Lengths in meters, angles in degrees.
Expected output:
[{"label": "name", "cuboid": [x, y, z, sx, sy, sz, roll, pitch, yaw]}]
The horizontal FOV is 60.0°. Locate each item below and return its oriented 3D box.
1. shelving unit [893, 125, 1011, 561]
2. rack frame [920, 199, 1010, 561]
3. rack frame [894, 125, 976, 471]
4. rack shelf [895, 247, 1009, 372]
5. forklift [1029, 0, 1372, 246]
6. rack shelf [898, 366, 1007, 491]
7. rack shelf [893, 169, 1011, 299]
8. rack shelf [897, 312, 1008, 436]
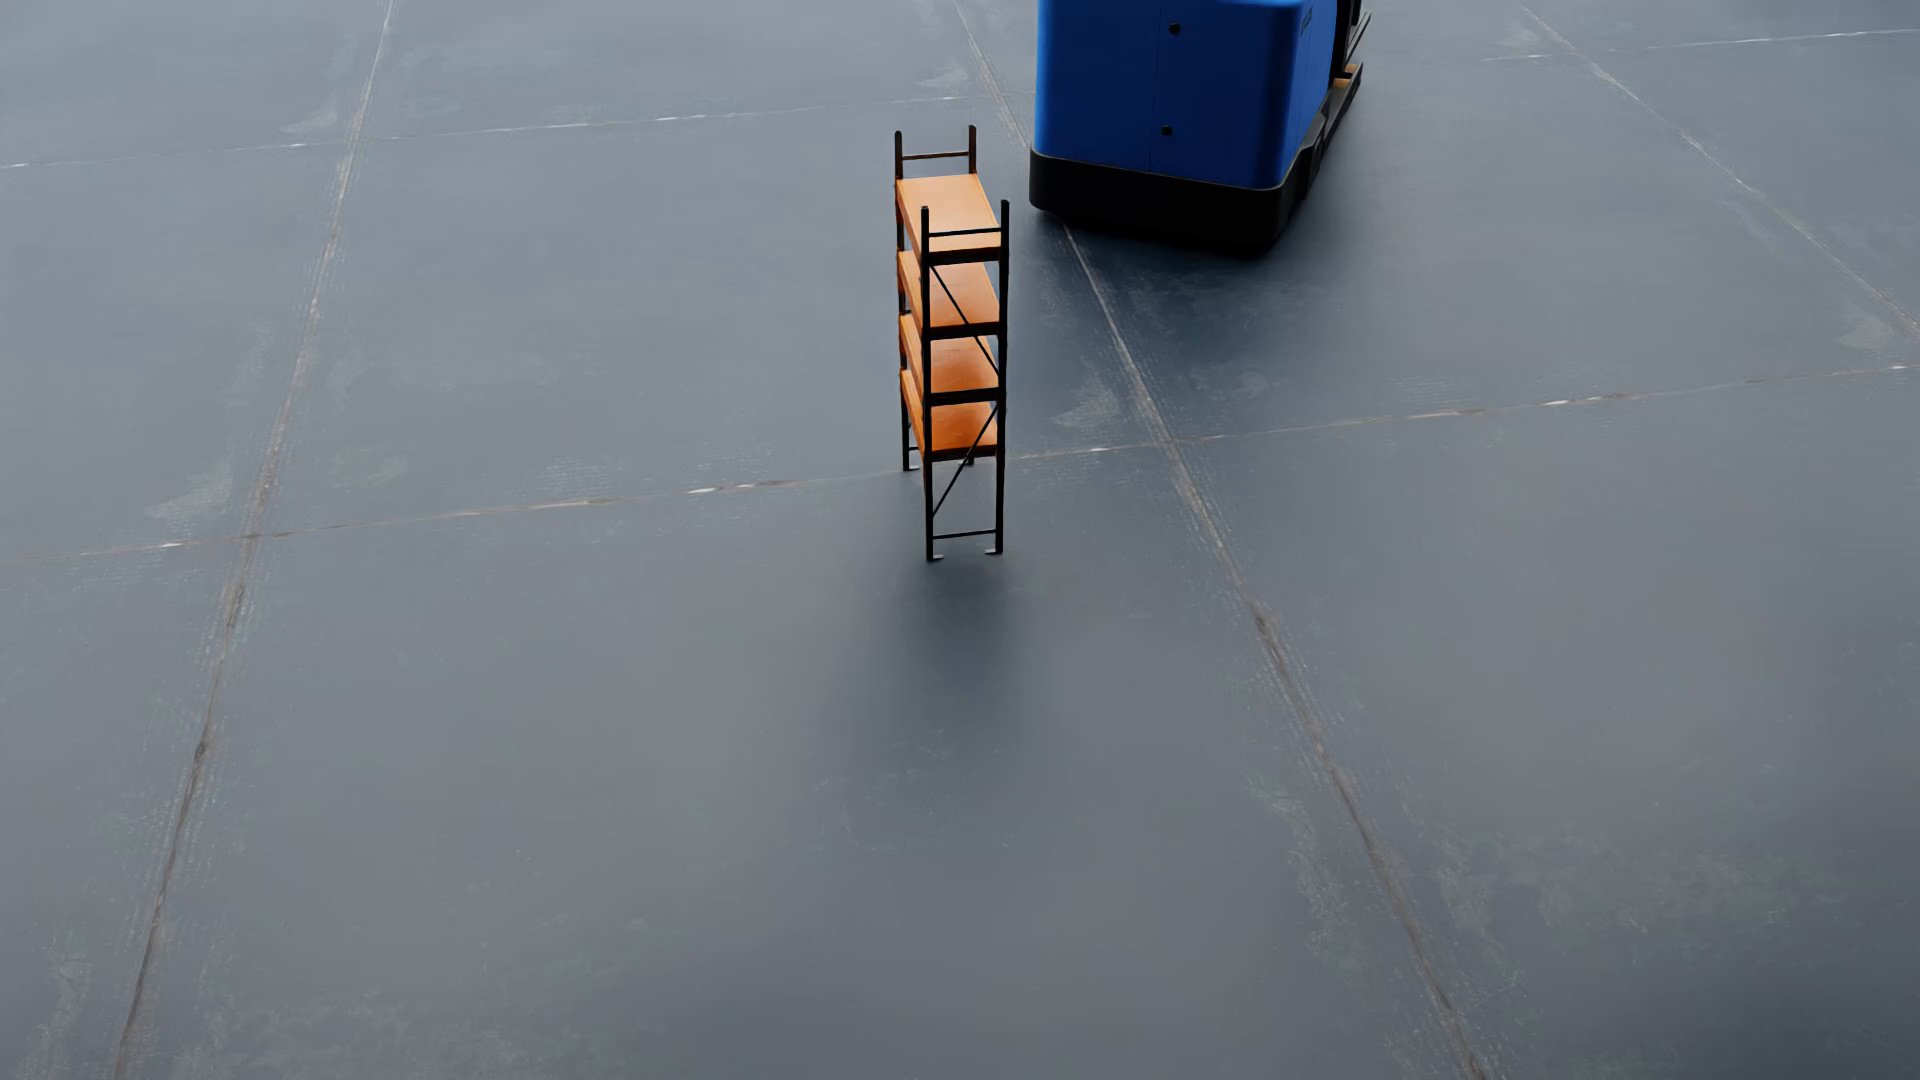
[{"label": "shelving unit", "cuboid": [-0.029, -0.574, 5.011, 0.258, 1.200, 0.503, -6, 38, -8]}, {"label": "rack frame", "cuboid": [0.014, -0.426, 4.821, 0.240, 1.200, 0.015, -6, 38, -8]}, {"label": "rack frame", "cuboid": [-0.072, -0.721, 5.200, 0.240, 1.200, 0.015, -6, 38, -8]}, {"label": "rack shelf", "cuboid": [-0.029, -0.697, 4.915, 0.258, 0.148, 0.480, -6, 38, -8]}, {"label": "forklift", "cuboid": [1.285, -3.241, 7.032, 1.130, 2.935, 3.031, 13, 40, 16]}, {"label": "rack shelf", "cuboid": [-0.029, -0.364, 5.174, 0.258, 0.148, 0.480, -6, 38, -8]}, {"label": "rack shelf", "cuboid": [-0.029, -0.884, 4.770, 0.258, 0.148, 0.480, -6, 38, -8]}, {"label": "rack shelf", "cuboid": [-0.029, -0.521, 5.052, 0.258, 0.148, 0.480, -6, 38, -8]}]
